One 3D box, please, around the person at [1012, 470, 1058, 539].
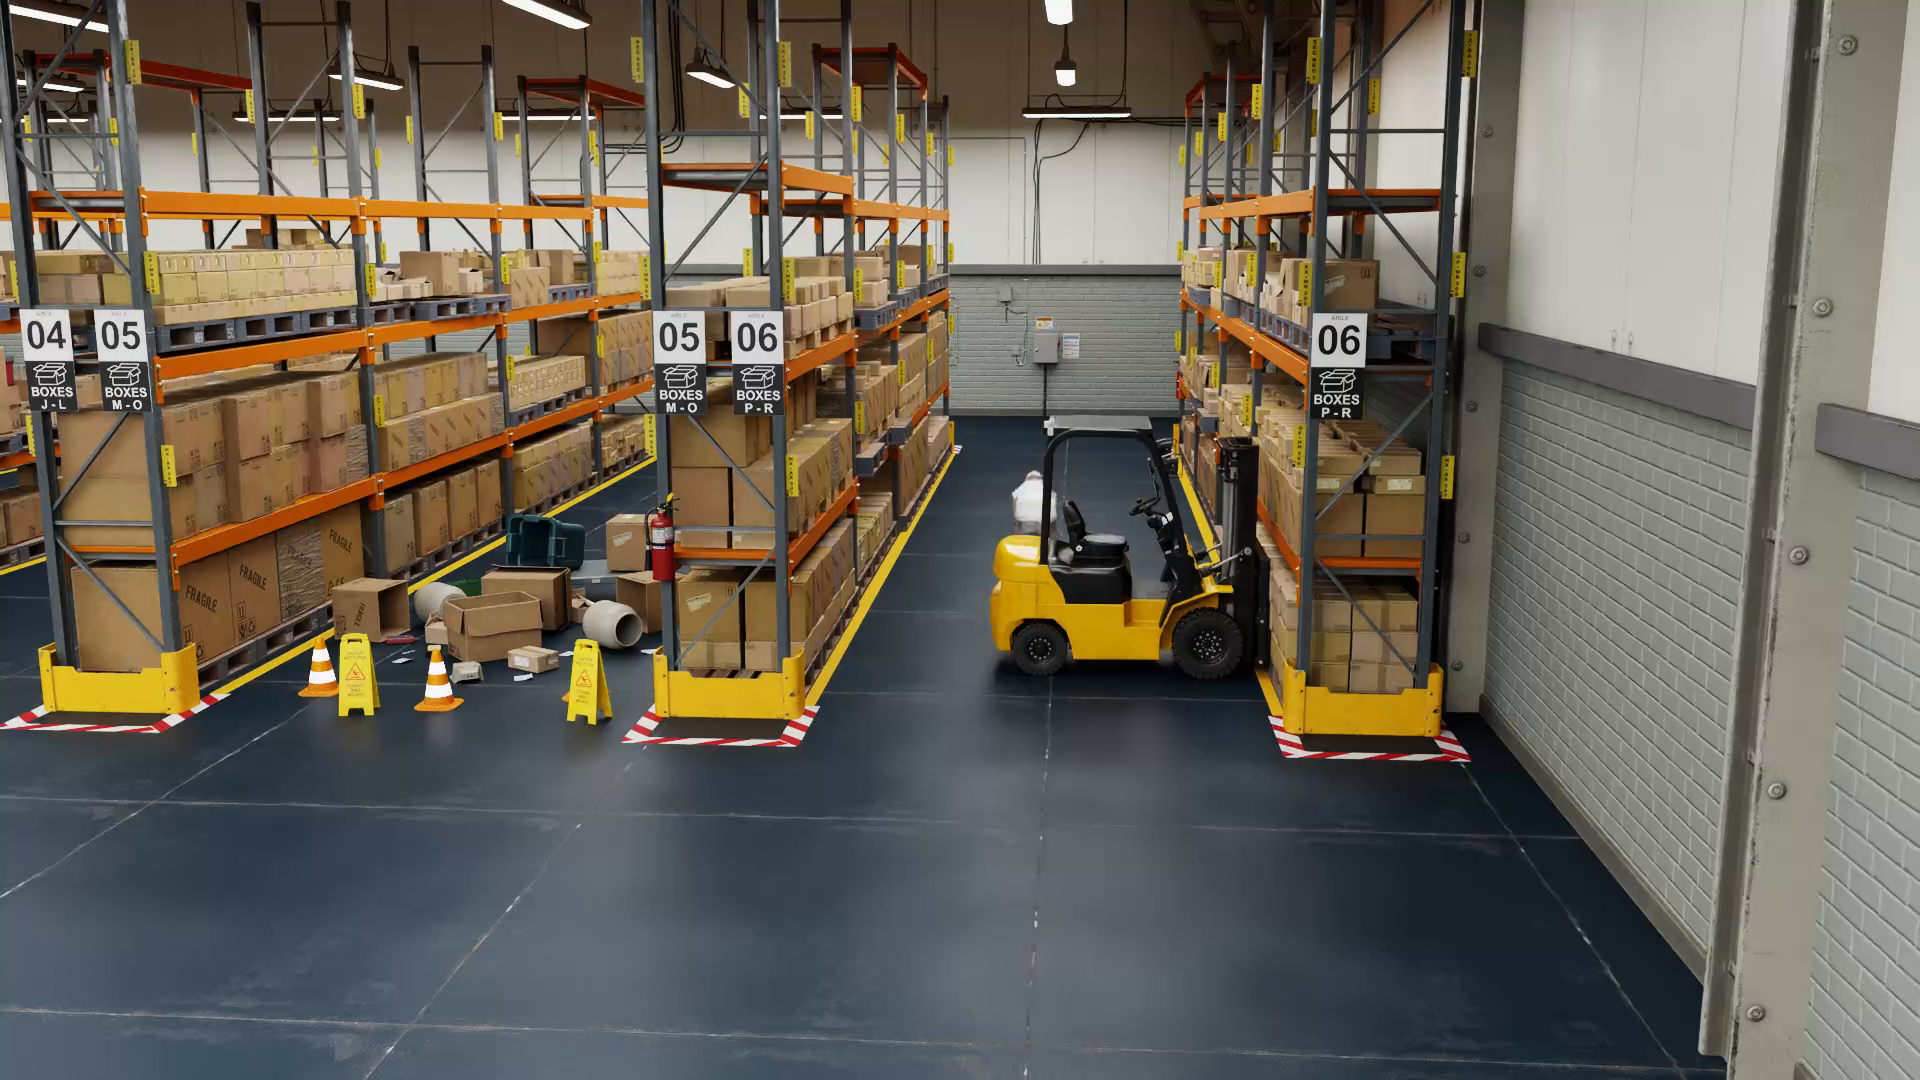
[{"bbox_3d":[0.785,-0.044,17.461,0.490,1.280,0.954,0,11,2],"label":"person"}]
